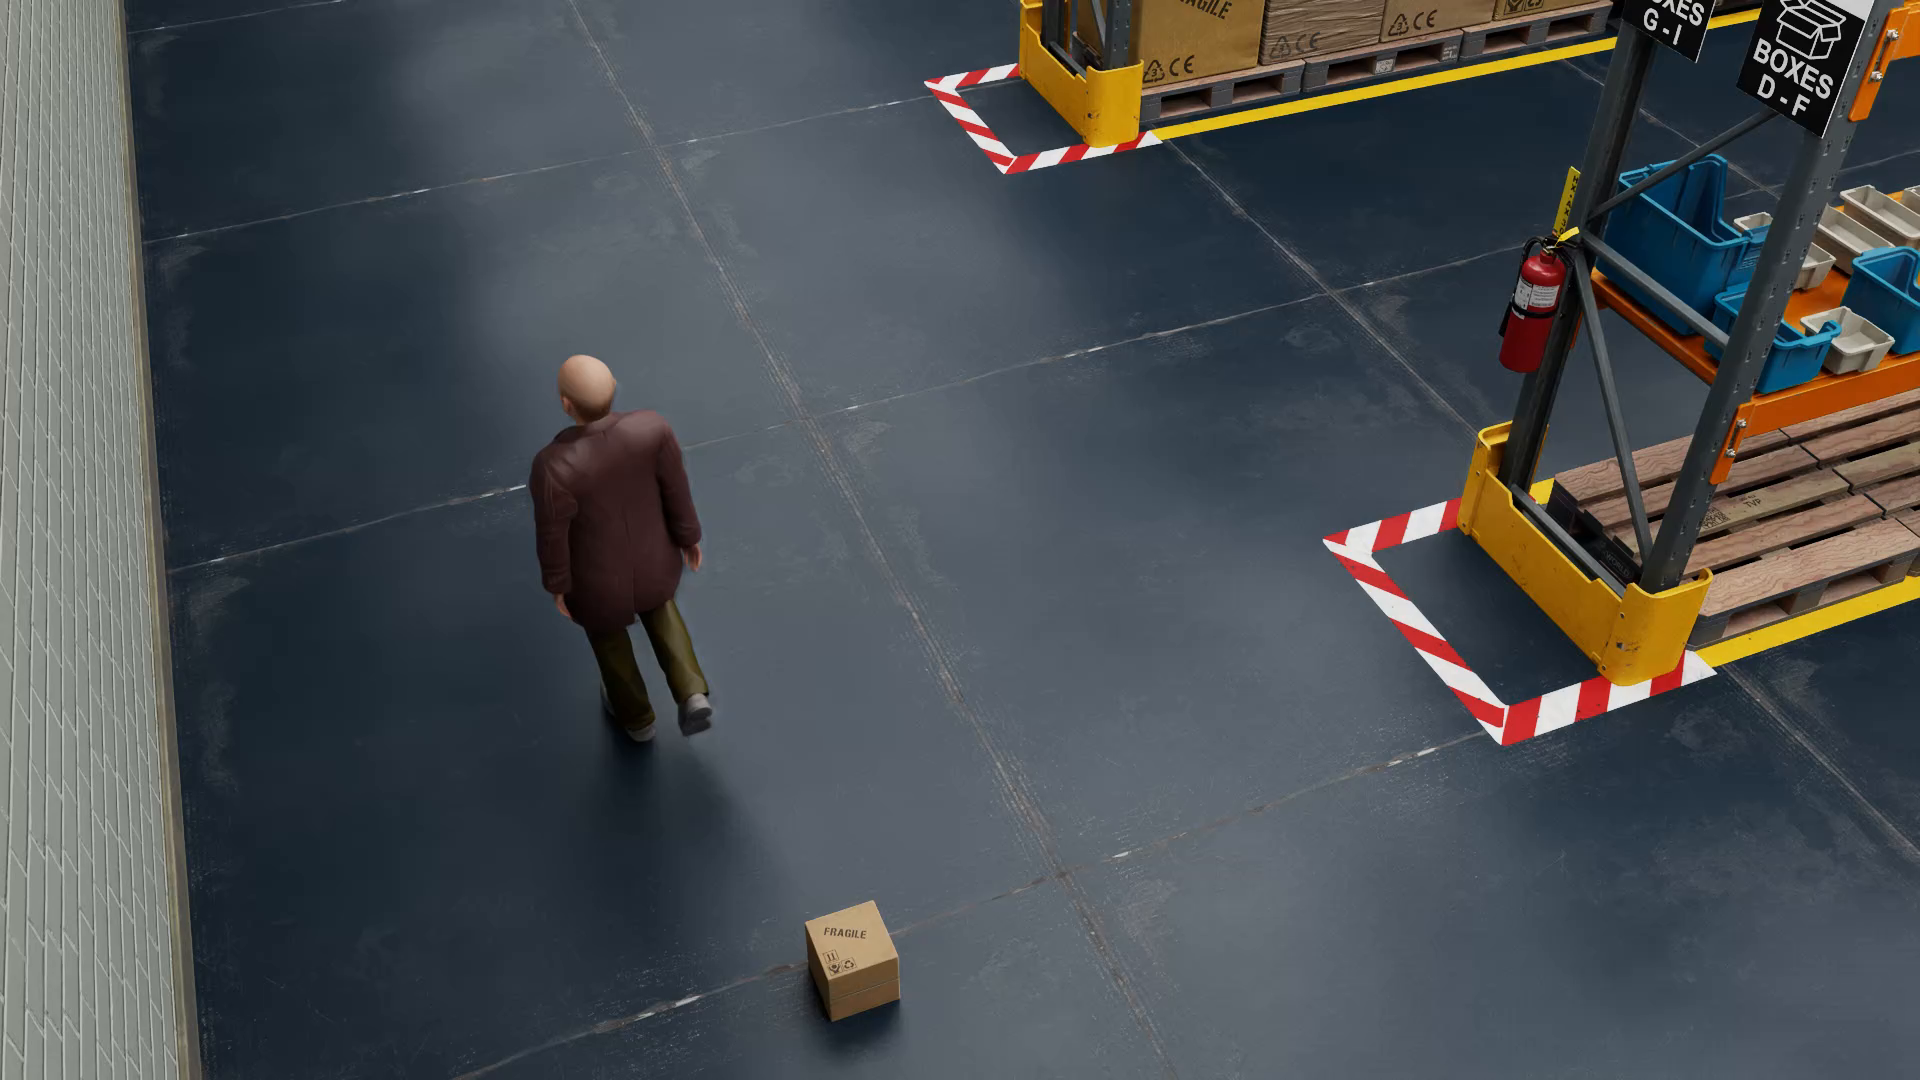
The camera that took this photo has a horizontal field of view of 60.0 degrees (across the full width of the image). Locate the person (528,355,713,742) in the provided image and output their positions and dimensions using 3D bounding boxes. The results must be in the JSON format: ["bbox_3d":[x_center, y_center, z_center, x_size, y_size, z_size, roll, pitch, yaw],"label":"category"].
[{"bbox_3d":[-1.213,0.120,6.067,0.604,1.666,0.638,-25,47,-25],"label":"person"}]
